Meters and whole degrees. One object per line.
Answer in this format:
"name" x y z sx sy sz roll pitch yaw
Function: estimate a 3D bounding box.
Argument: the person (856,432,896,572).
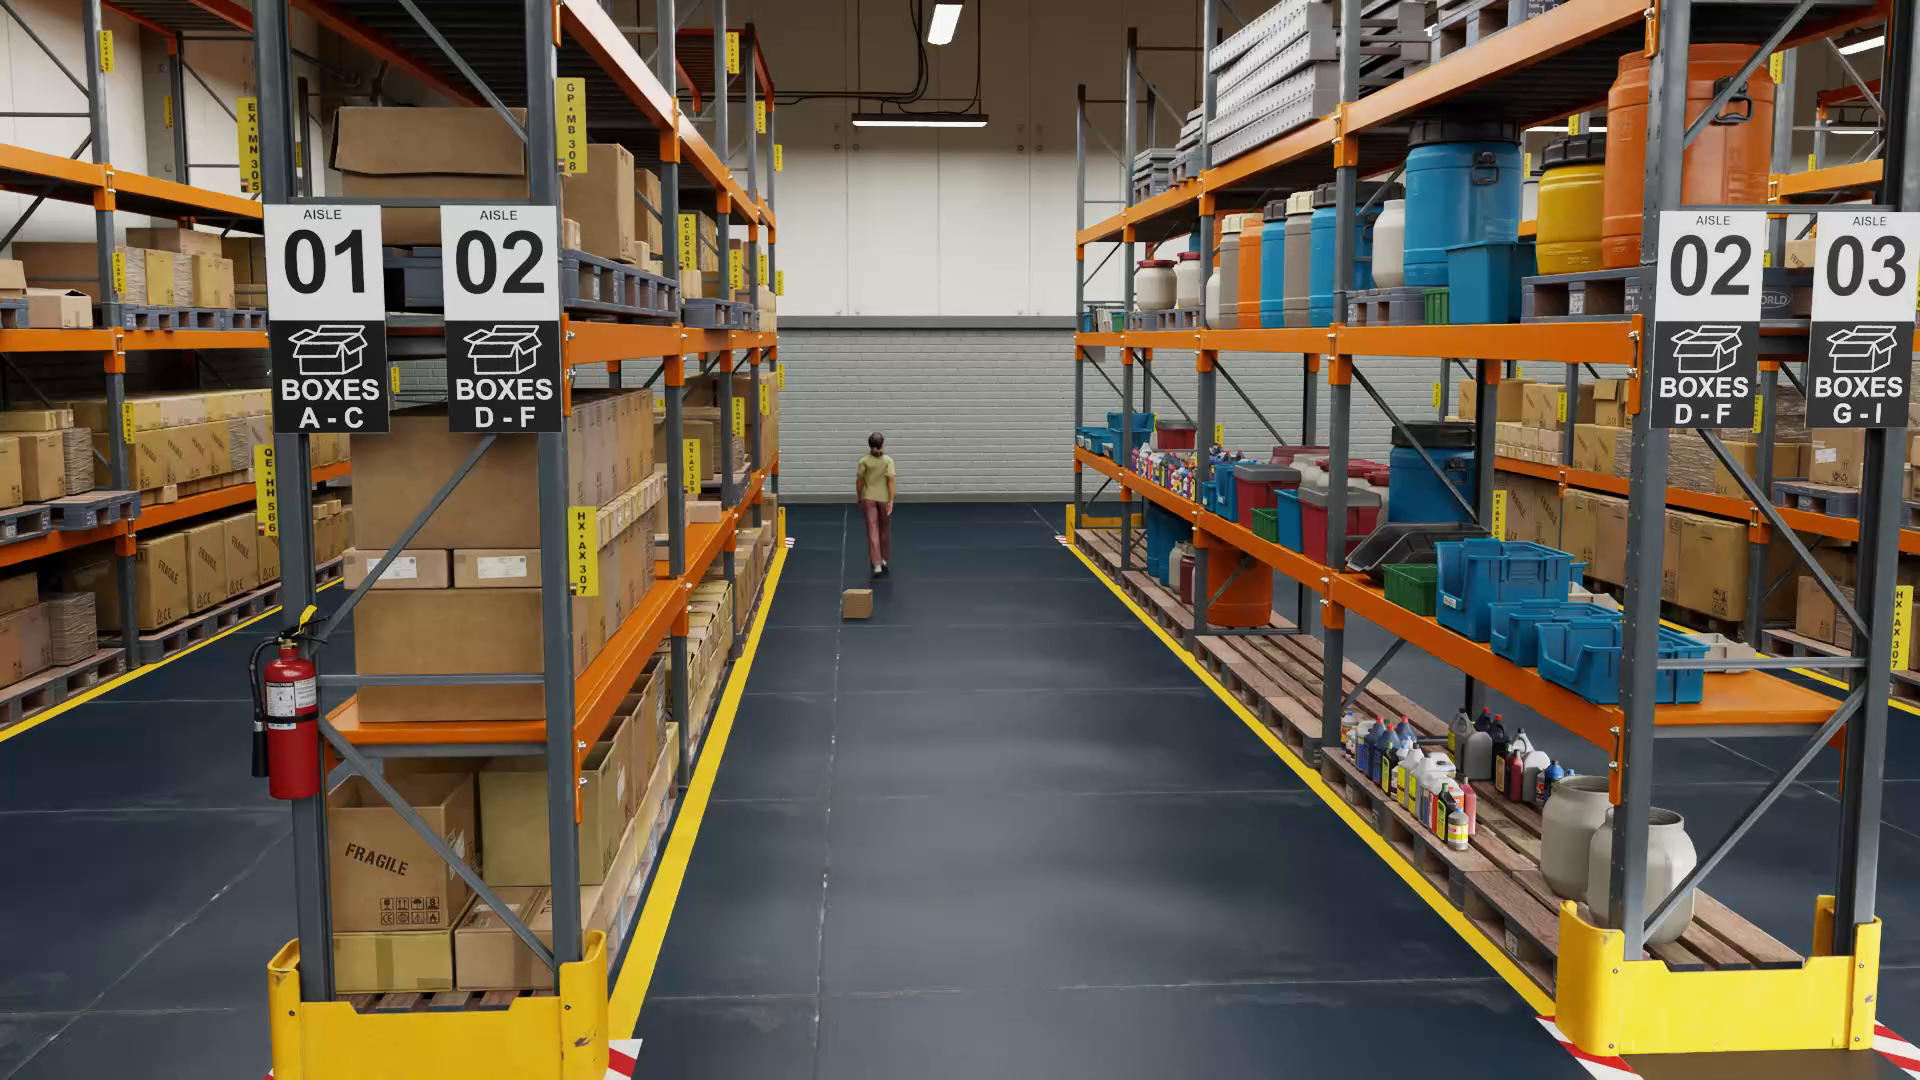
"person" -0.994 -0.464 19.467 0.453 1.611 1.005 -1 7 -7
